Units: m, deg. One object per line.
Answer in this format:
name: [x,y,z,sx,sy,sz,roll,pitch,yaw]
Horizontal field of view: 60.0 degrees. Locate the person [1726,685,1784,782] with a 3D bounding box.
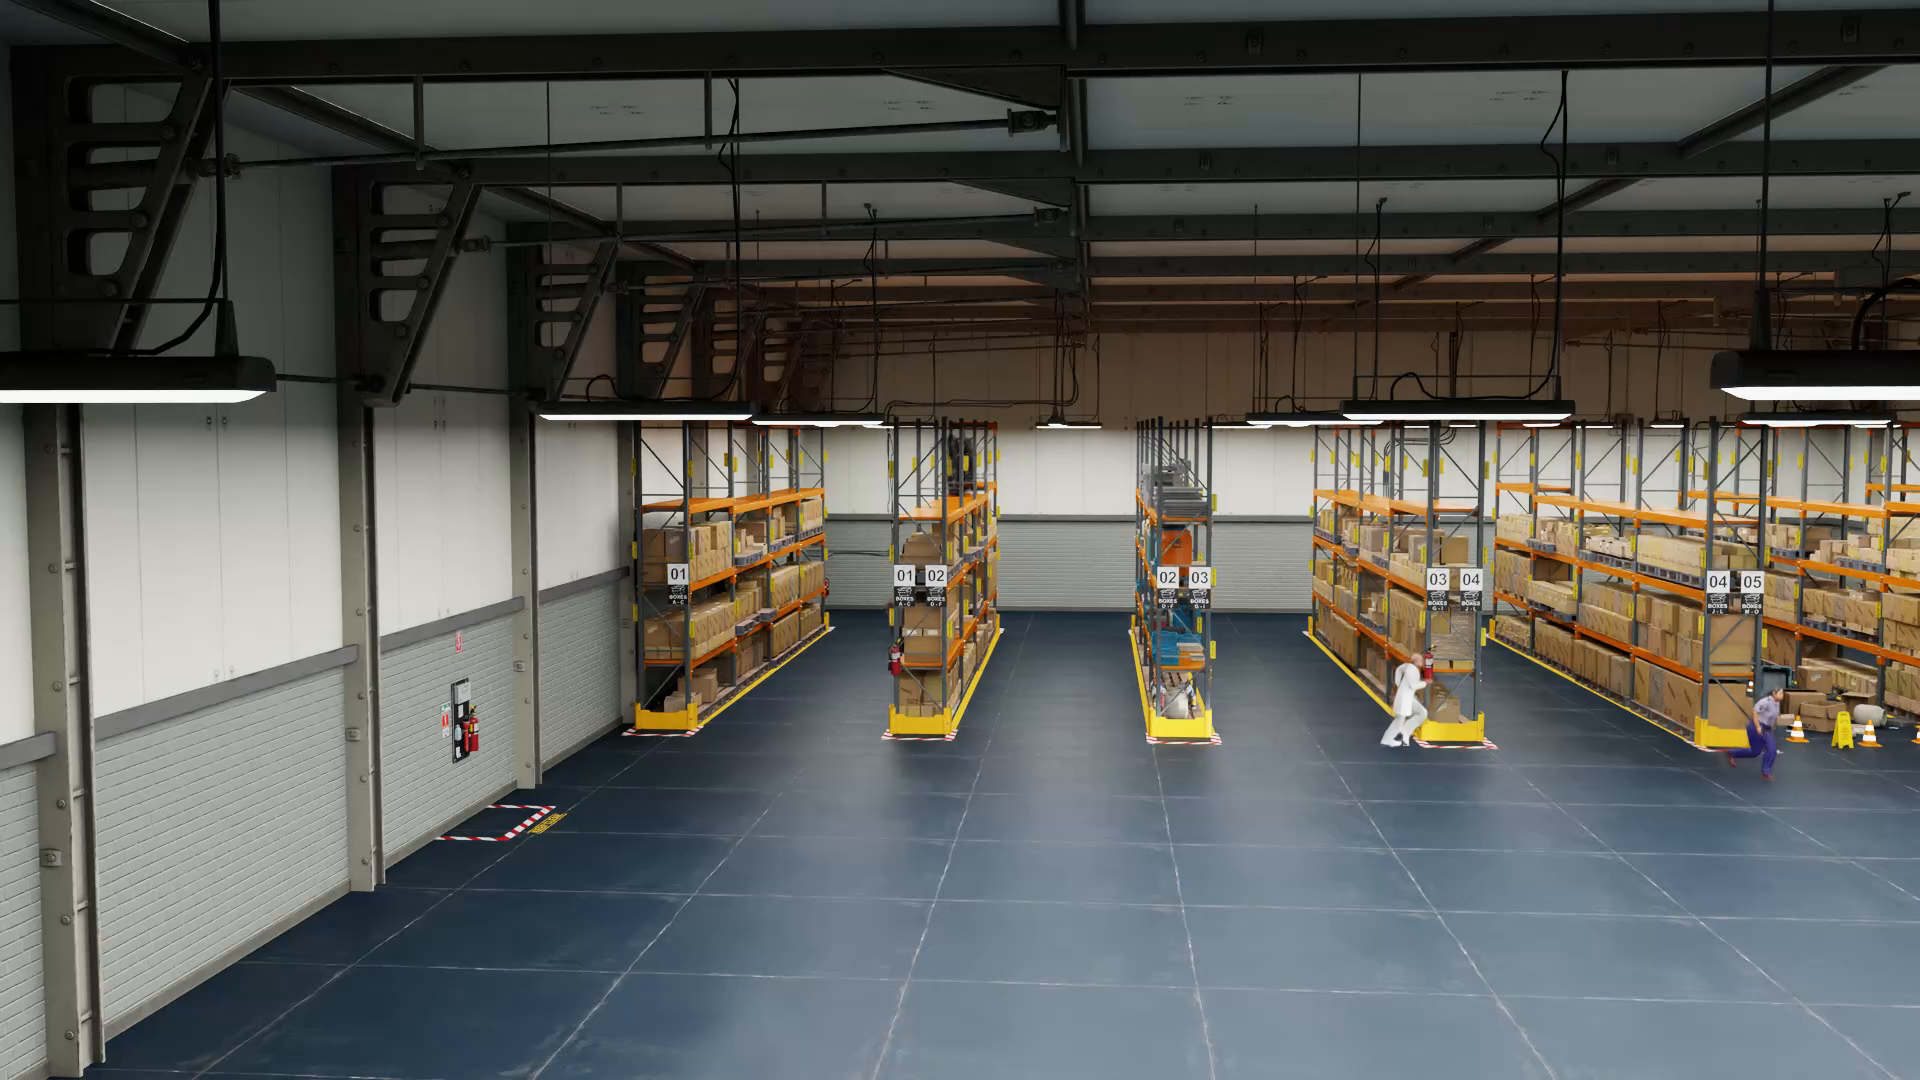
person: [13.155,3.167,27.500,0.611,1.609,0.879,-4,5,-44]

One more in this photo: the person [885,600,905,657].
person: [-1.514,2.129,41.208,0.696,1.828,0.915,0,4,-3]

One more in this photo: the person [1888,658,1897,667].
person: [21.403,2.434,37.926,0.690,1.677,0.694,1,4,10]

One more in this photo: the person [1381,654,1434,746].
person: [8.073,2.890,29.970,0.934,1.701,0.683,2,4,26]
